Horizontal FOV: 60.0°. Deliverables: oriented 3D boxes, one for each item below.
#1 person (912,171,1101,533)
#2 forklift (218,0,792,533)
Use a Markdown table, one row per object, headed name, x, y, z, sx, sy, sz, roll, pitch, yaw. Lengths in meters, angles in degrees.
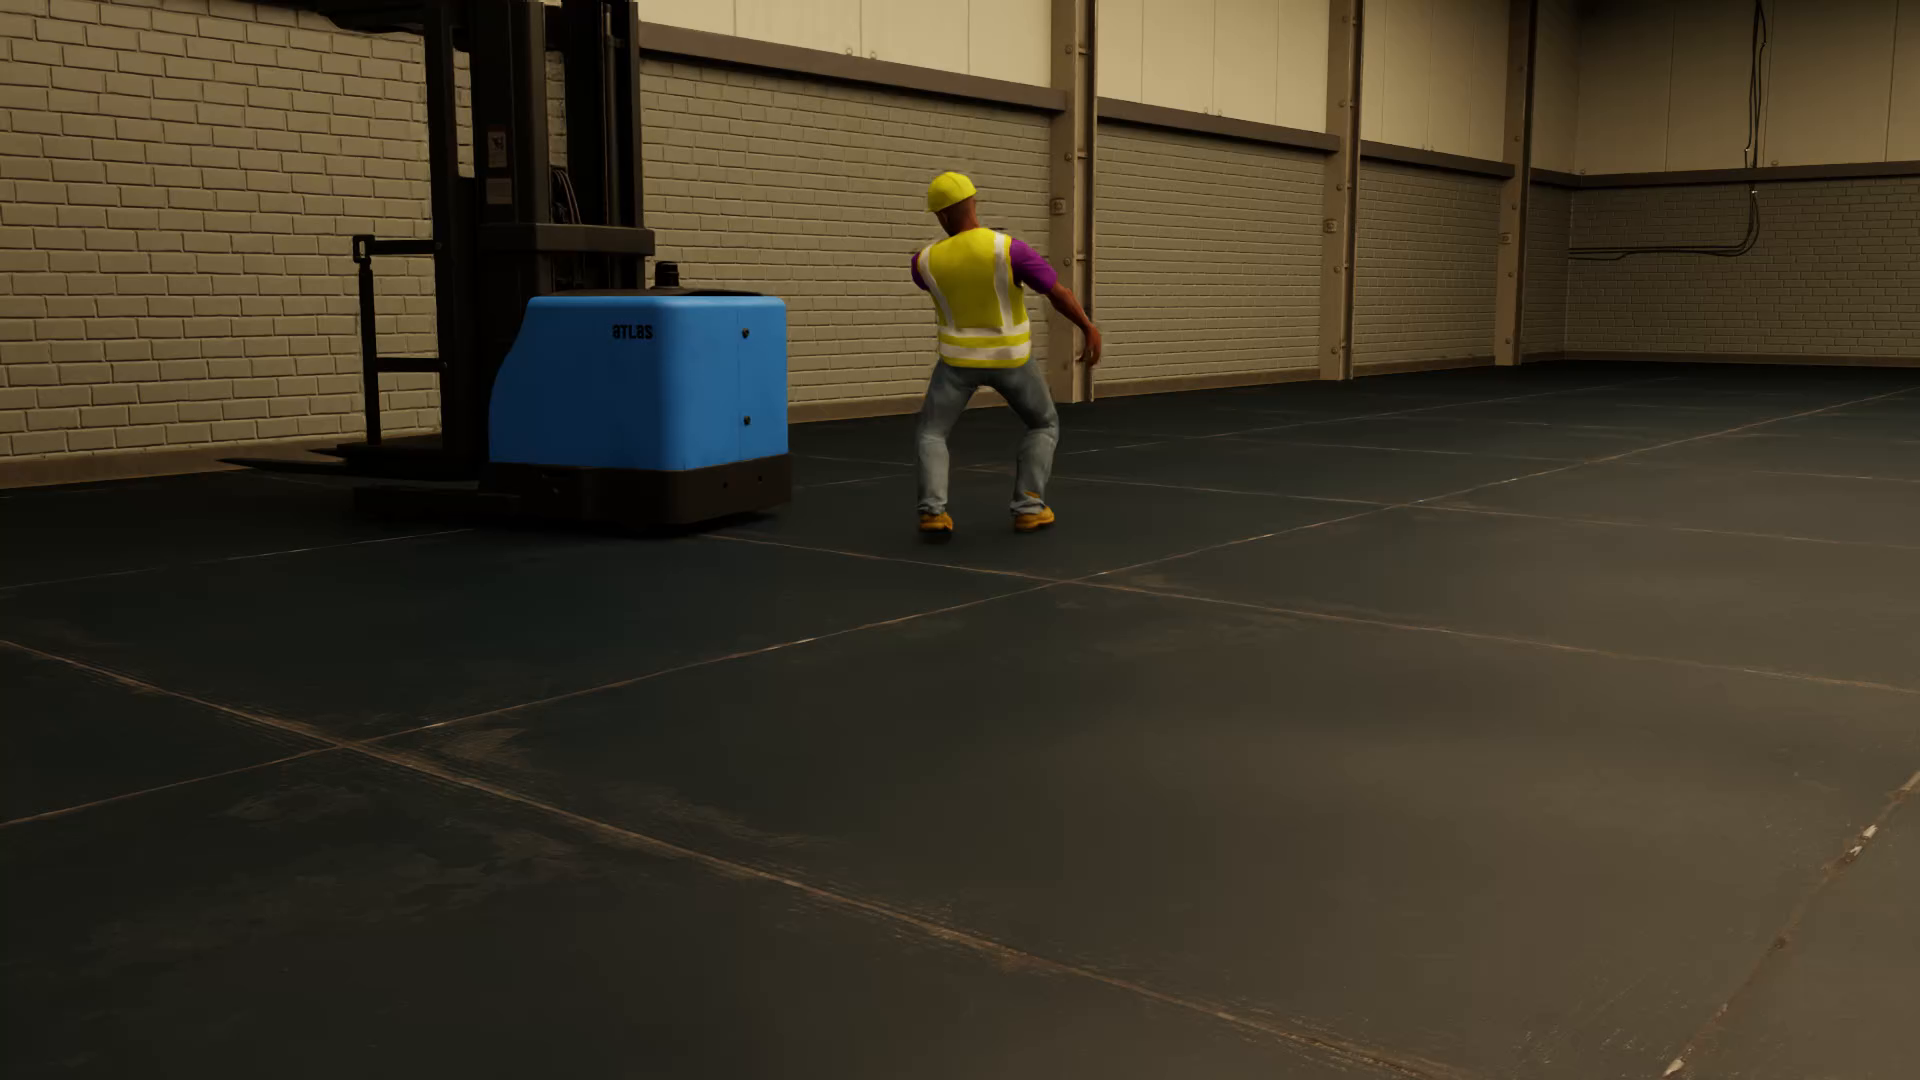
| name | x | y | z | sx | sy | sz | roll | pitch | yaw |
| --- | --- | --- | --- | --- | --- | --- | --- | --- | --- |
| person | 0.212 | -0.849 | 7.608 | 0.861 | 1.604 | 0.866 | 0 | 8 | -1 |
| forklift | -2.390 | -1.602 | 8.232 | 3.031 | 2.935 | 1.130 | 4 | 9 | 25 |
